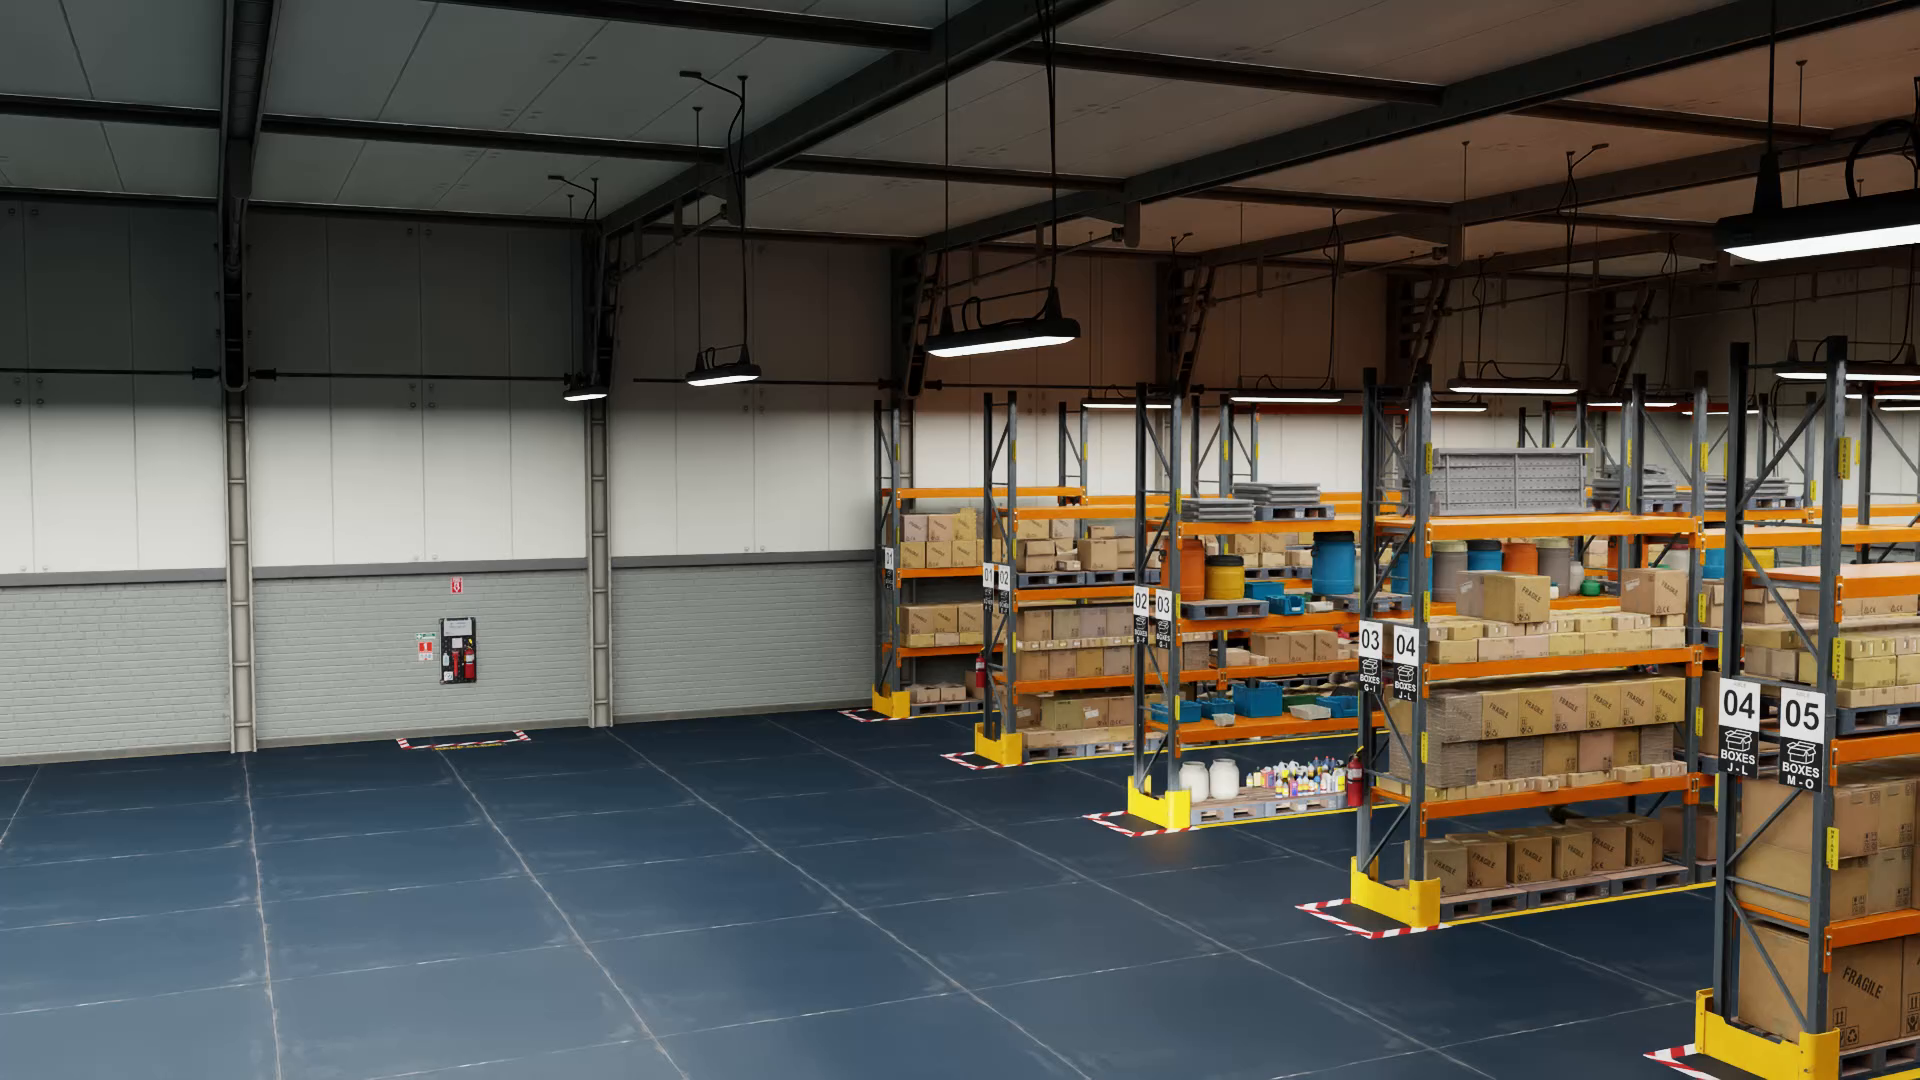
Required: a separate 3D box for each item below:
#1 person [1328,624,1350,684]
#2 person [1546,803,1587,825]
[{"bbox_3d":[7.516,2.388,33.199,1.099,1.663,0.598,-2,4,-28],"label":"person"},{"bbox_3d":[7.738,3.094,21.255,0.609,1.684,0.750,-1,3,-13],"label":"person"}]
